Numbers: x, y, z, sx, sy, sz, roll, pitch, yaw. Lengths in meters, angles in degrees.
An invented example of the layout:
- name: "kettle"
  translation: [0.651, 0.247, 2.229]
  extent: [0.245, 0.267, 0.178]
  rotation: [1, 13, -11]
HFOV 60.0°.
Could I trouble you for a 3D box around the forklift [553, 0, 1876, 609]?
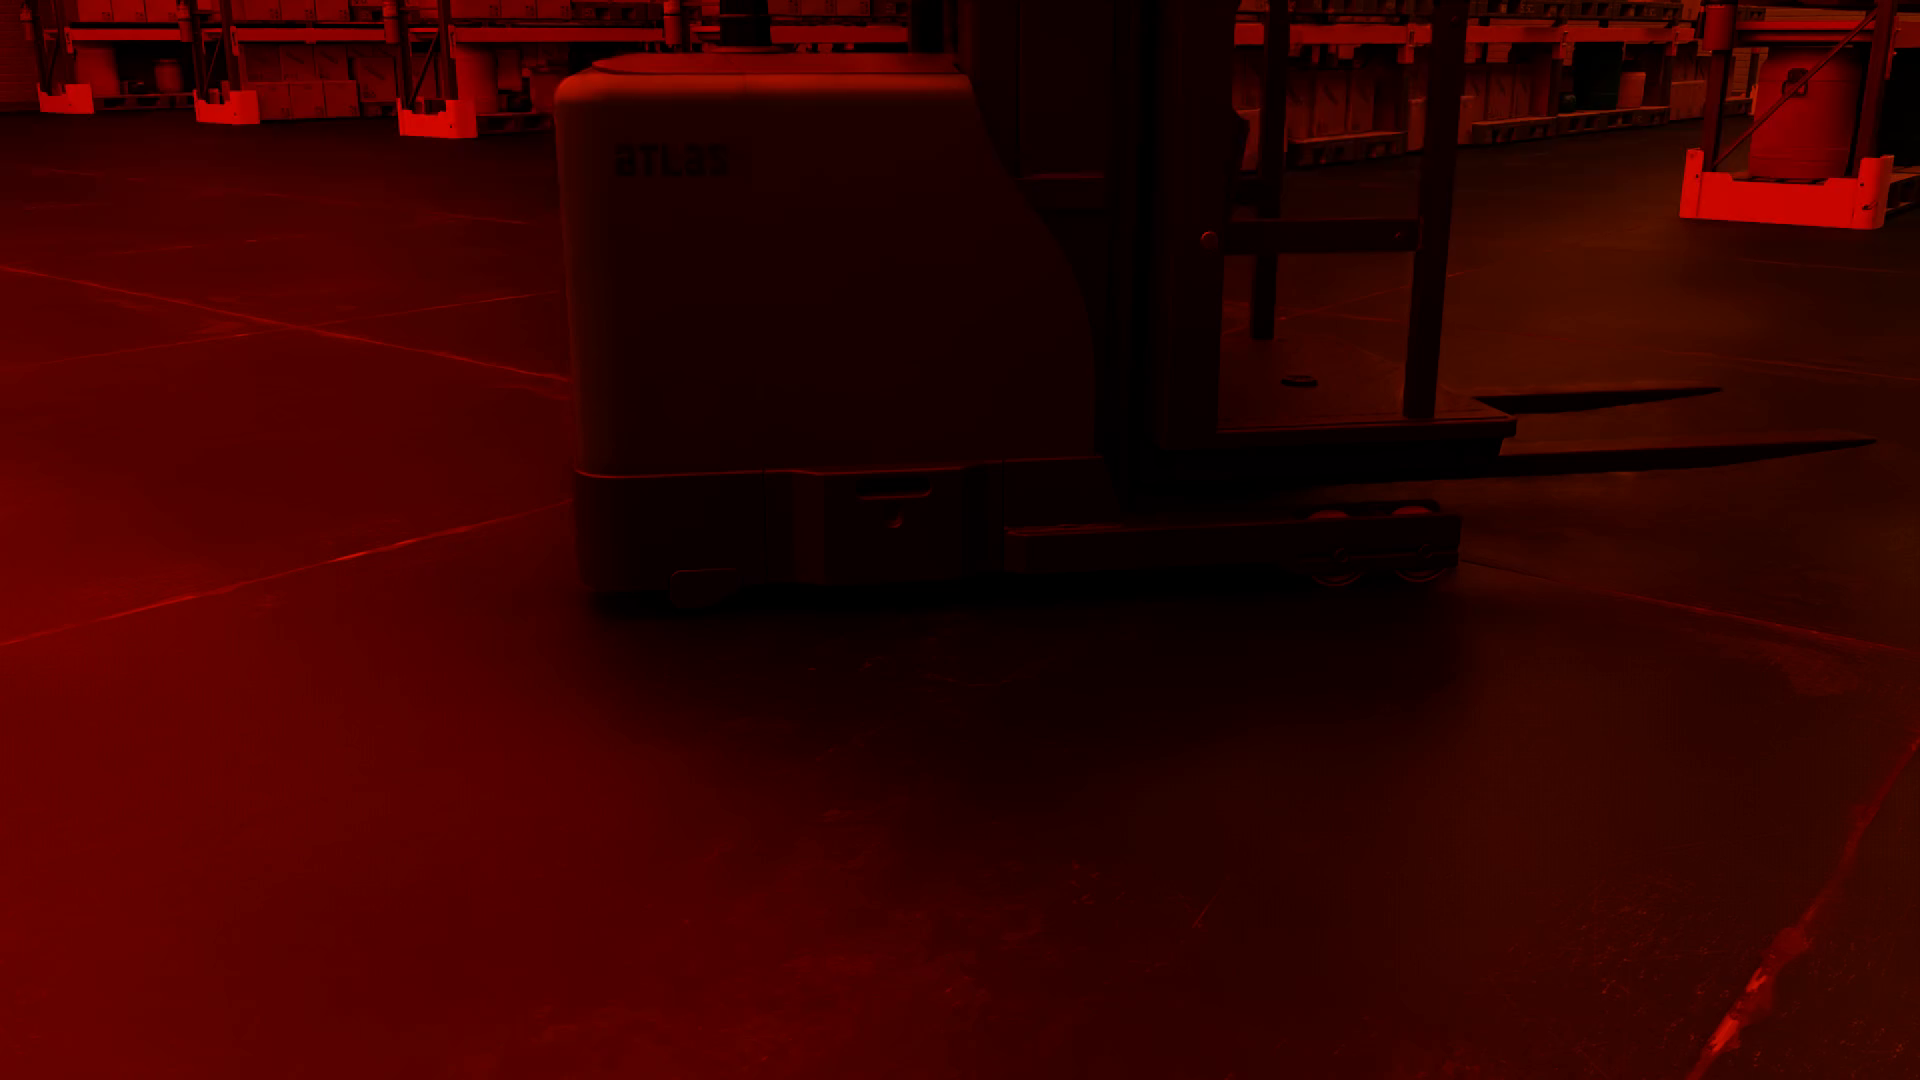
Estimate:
- name: "forklift"
  translation: [0.637, -1.448, 3.667]
  extent: [3.031, 2.935, 1.130]
  rotation: [-3, 17, -9]
